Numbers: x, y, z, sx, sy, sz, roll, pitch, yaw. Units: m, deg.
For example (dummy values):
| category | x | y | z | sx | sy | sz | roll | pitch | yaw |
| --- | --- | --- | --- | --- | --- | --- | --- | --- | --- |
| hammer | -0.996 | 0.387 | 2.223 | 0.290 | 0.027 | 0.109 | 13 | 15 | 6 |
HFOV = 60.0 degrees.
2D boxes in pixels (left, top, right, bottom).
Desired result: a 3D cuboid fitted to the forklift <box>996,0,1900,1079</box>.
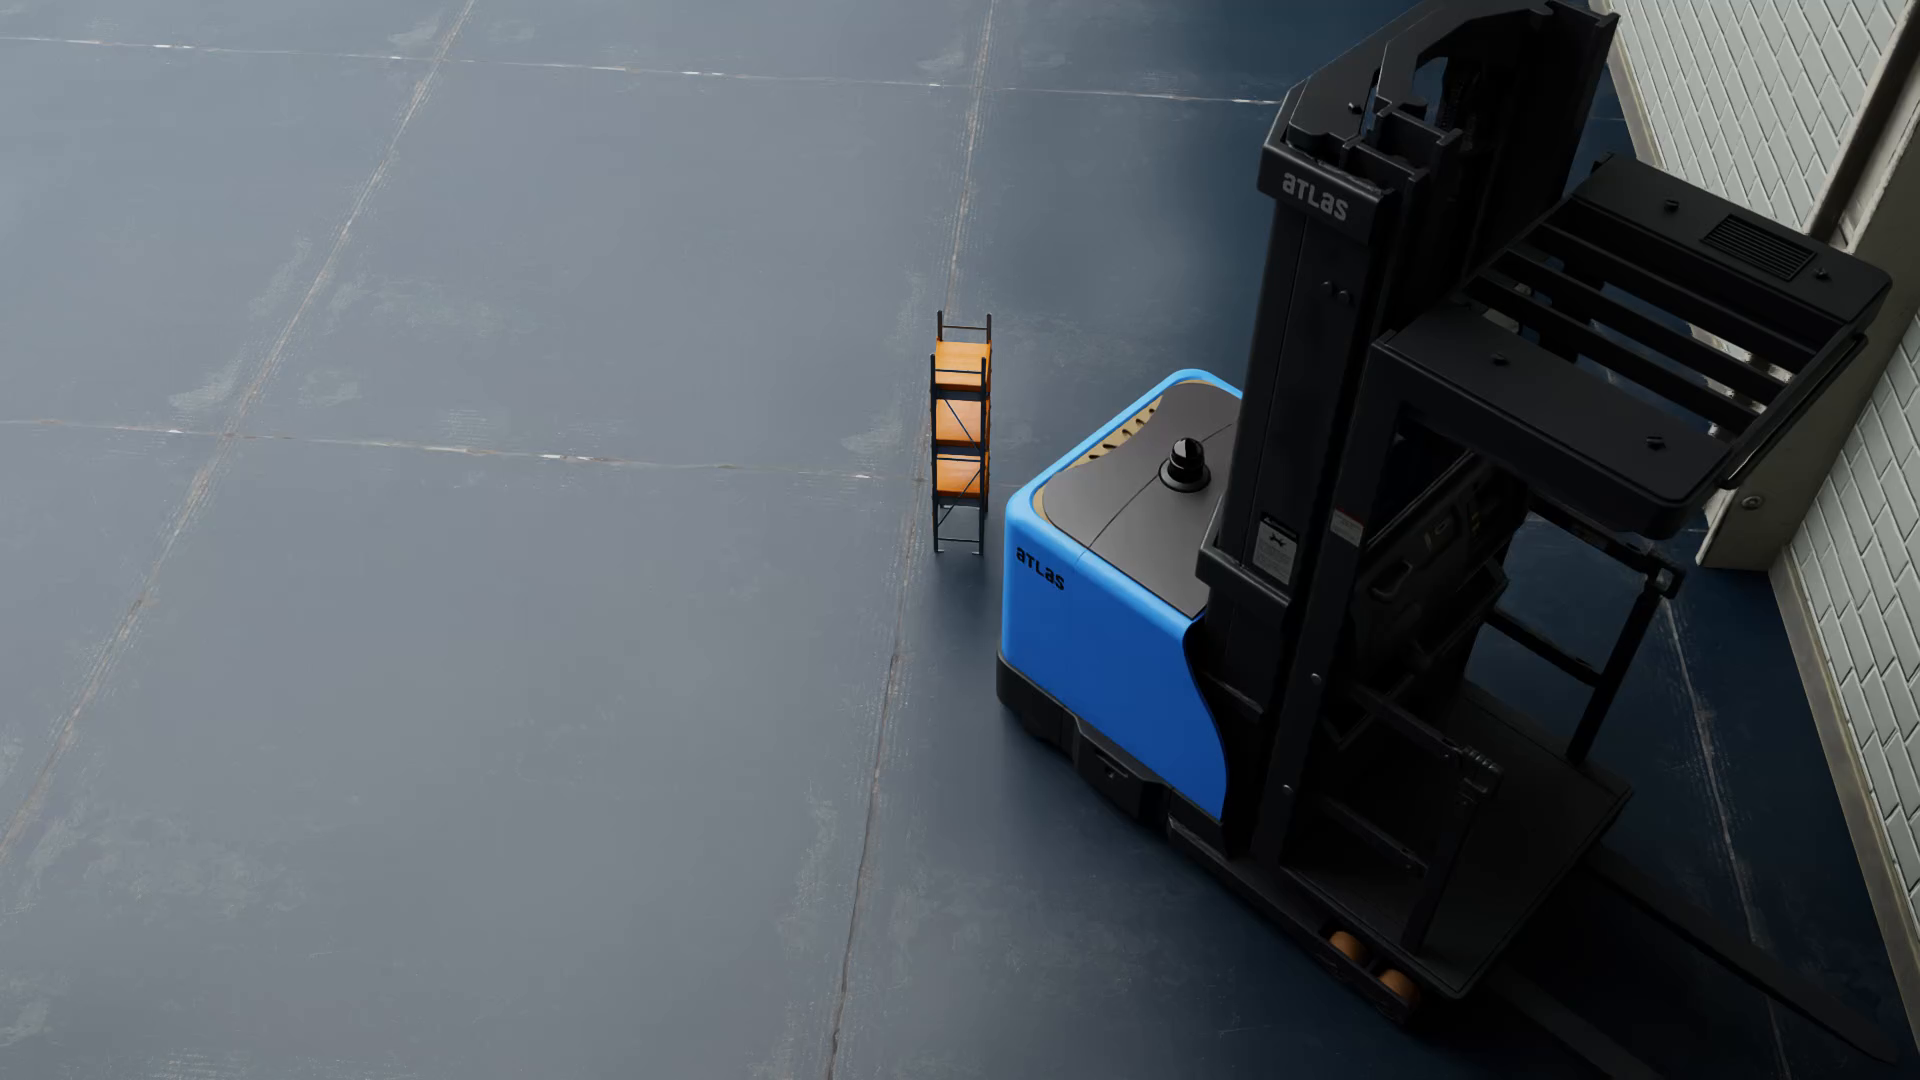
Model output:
| category | x | y | z | sx | sy | sz | roll | pitch | yaw |
| --- | --- | --- | --- | --- | --- | --- | --- | --- | --- |
| forklift | 1.541 | 0.114 | 4.685 | 3.031 | 2.935 | 1.130 | 36 | 57 | 28 |

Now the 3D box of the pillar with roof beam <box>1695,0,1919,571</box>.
| category | x | y | z | sx | sy | sz | roll | pitch | yaw |
| --- | --- | --- | --- | --- | --- | --- | --- | --- | --- |
| pillar with roof beam | -1.151 | -3.356 | 3.747 | 9.100 | 9.000 | 0.400 | 4 | 48 | 4 |

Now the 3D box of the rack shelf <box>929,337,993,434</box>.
| category | x | y | z | sx | sy | sz | roll | pitch | yaw |
| --- | --- | --- | --- | --- | --- | --- | --- | --- | --- |
| rack shelf | 0.005 | -0.578 | 6.223 | 0.215 | 0.259 | 0.240 | 4 | 48 | 4 |

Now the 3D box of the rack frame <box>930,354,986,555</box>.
| category | x | y | z | sx | sy | sz | roll | pitch | yaw |
| --- | --- | --- | --- | --- | --- | --- | --- | --- | --- |
| rack frame | -0.006 | -0.304 | 6.342 | 0.200 | 1.050 | 0.008 | 4 | 48 | 4 |

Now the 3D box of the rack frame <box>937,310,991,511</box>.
| category | x | y | z | sx | sy | sz | roll | pitch | yaw |
| --- | --- | --- | --- | --- | --- | --- | --- | --- | --- |
| rack frame | 0.016 | -0.483 | 6.506 | 0.200 | 1.050 | 0.008 | 4 | 48 | 4 |

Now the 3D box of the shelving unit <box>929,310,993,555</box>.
| category | x | y | z | sx | sy | sz | roll | pitch | yaw |
| --- | --- | --- | --- | --- | --- | --- | --- | --- | --- |
| shelving unit | 0.005 | -0.394 | 6.424 | 0.215 | 1.050 | 0.252 | 4 | 48 | 4 |

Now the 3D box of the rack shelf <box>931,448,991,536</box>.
| category | x | y | z | sx | sy | sz | roll | pitch | yaw |
| --- | --- | --- | --- | --- | --- | --- | --- | --- | --- |
| rack shelf | 0.005 | -0.199 | 6.637 | 0.215 | 0.259 | 0.240 | 4 | 48 | 4 |

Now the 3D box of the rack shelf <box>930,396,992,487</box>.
| category | x | y | z | sx | sy | sz | roll | pitch | yaw |
| --- | --- | --- | --- | --- | --- | --- | --- | --- | --- |
| rack shelf | 0.005 | -0.387 | 6.432 | 0.215 | 0.259 | 0.240 | 4 | 48 | 4 |
